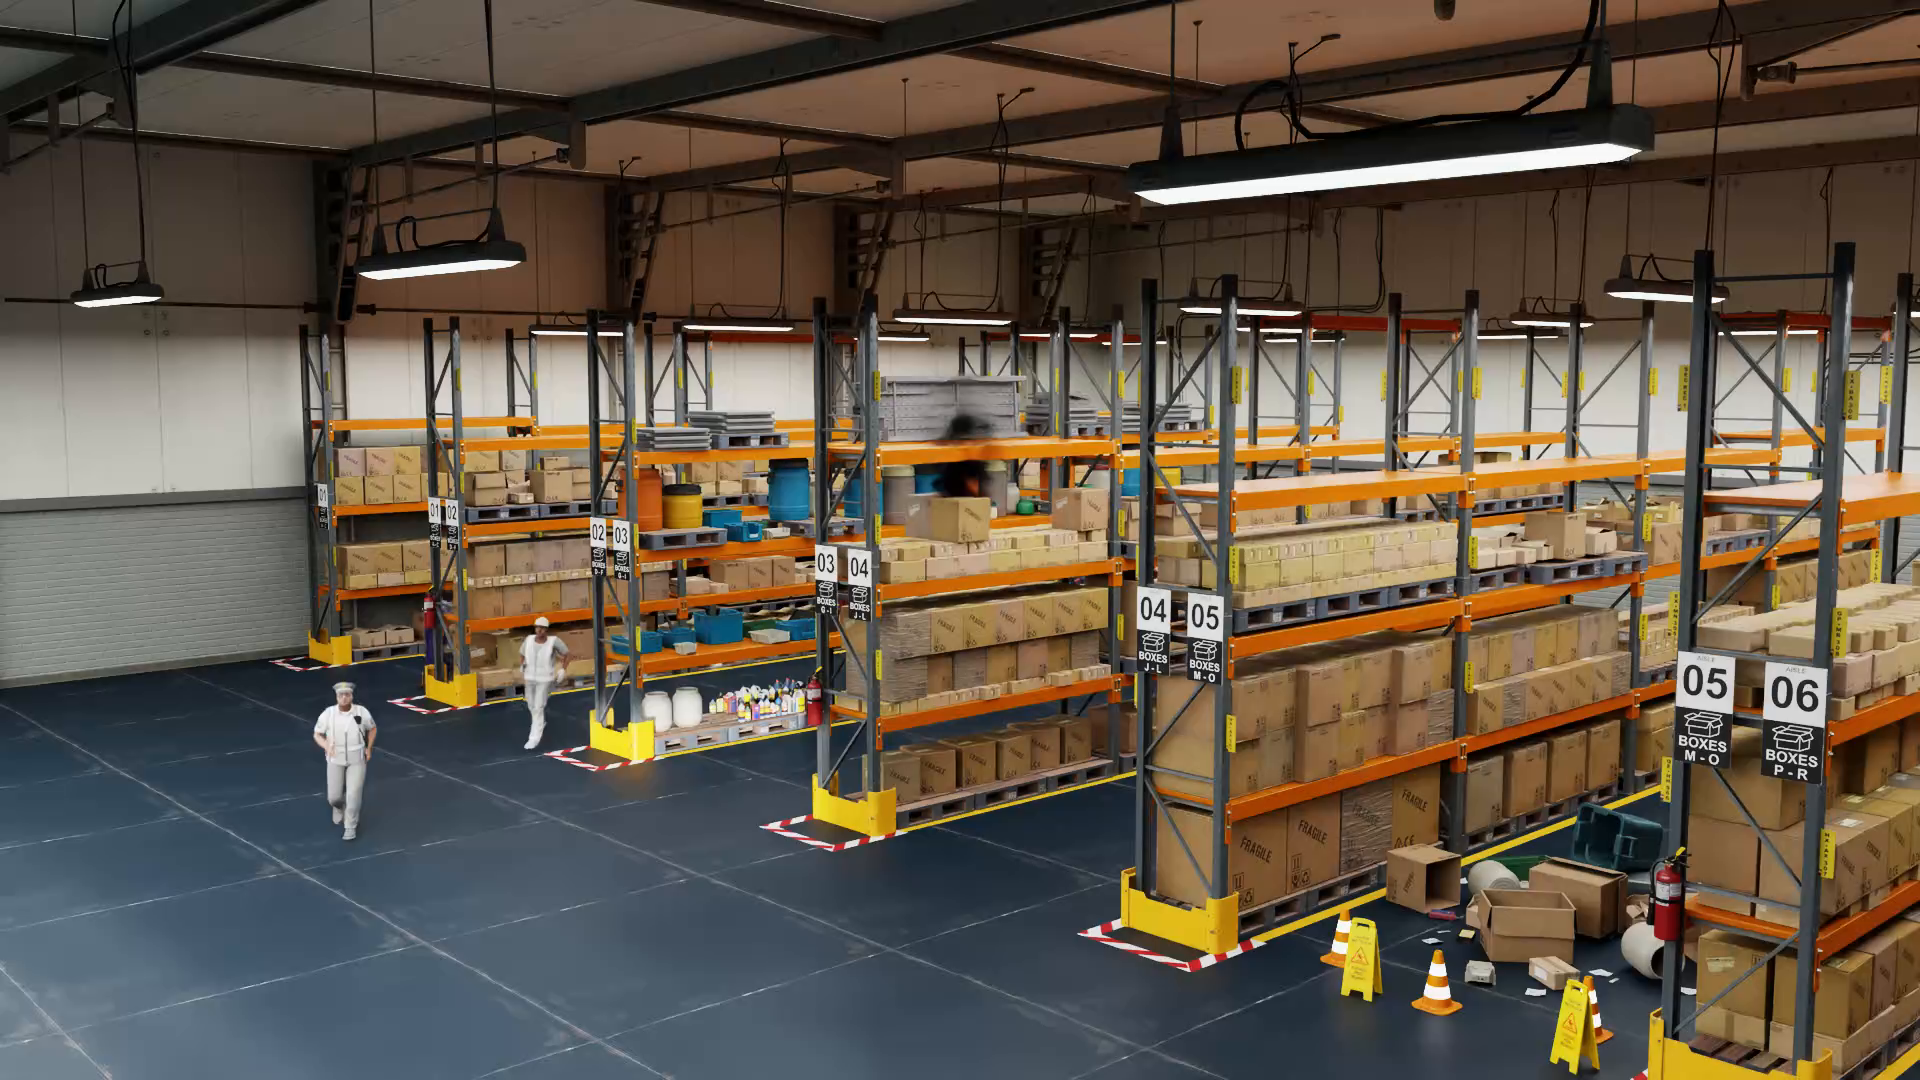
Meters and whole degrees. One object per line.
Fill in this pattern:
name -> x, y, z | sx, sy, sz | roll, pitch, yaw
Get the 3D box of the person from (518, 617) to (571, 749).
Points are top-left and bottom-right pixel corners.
person -> -5.779, 1.935, 22.965 | 0.719, 1.769, 0.941 | 1, 6, 10

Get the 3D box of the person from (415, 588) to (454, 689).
person -> -8.633, 1.590, 27.451 | 0.620, 1.646, 0.841 | 4, 7, 33

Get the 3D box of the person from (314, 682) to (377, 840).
person -> -6.840, 2.426, 18.548 | 0.664, 1.742, 0.678 | -2, 6, -20
